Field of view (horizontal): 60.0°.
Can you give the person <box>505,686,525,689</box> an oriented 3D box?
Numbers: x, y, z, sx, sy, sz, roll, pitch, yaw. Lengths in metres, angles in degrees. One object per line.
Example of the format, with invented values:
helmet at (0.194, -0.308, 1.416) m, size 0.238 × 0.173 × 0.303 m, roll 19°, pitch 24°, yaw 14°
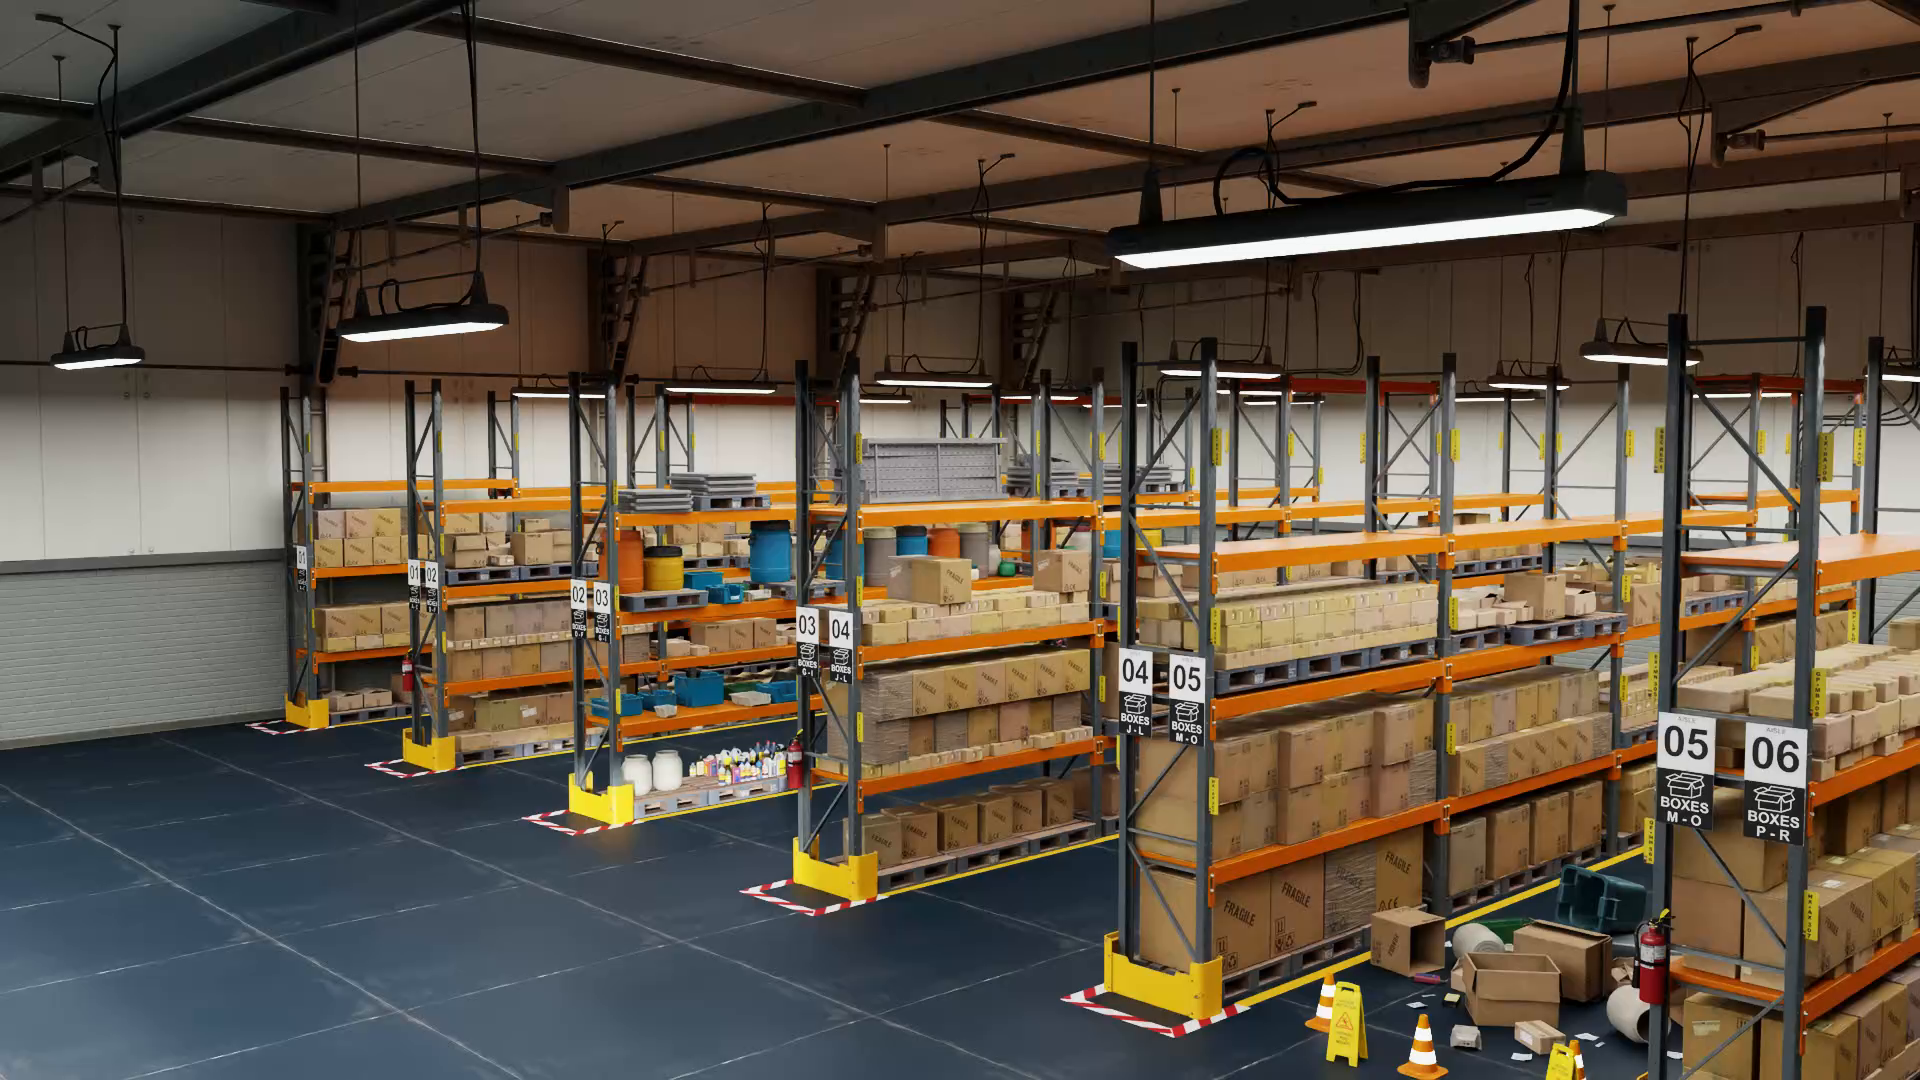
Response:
person at (-7.736, 2.441, 29.231) m, size 0.674 × 1.730 × 0.624 m, roll 2°, pitch 4°, yaw 25°
